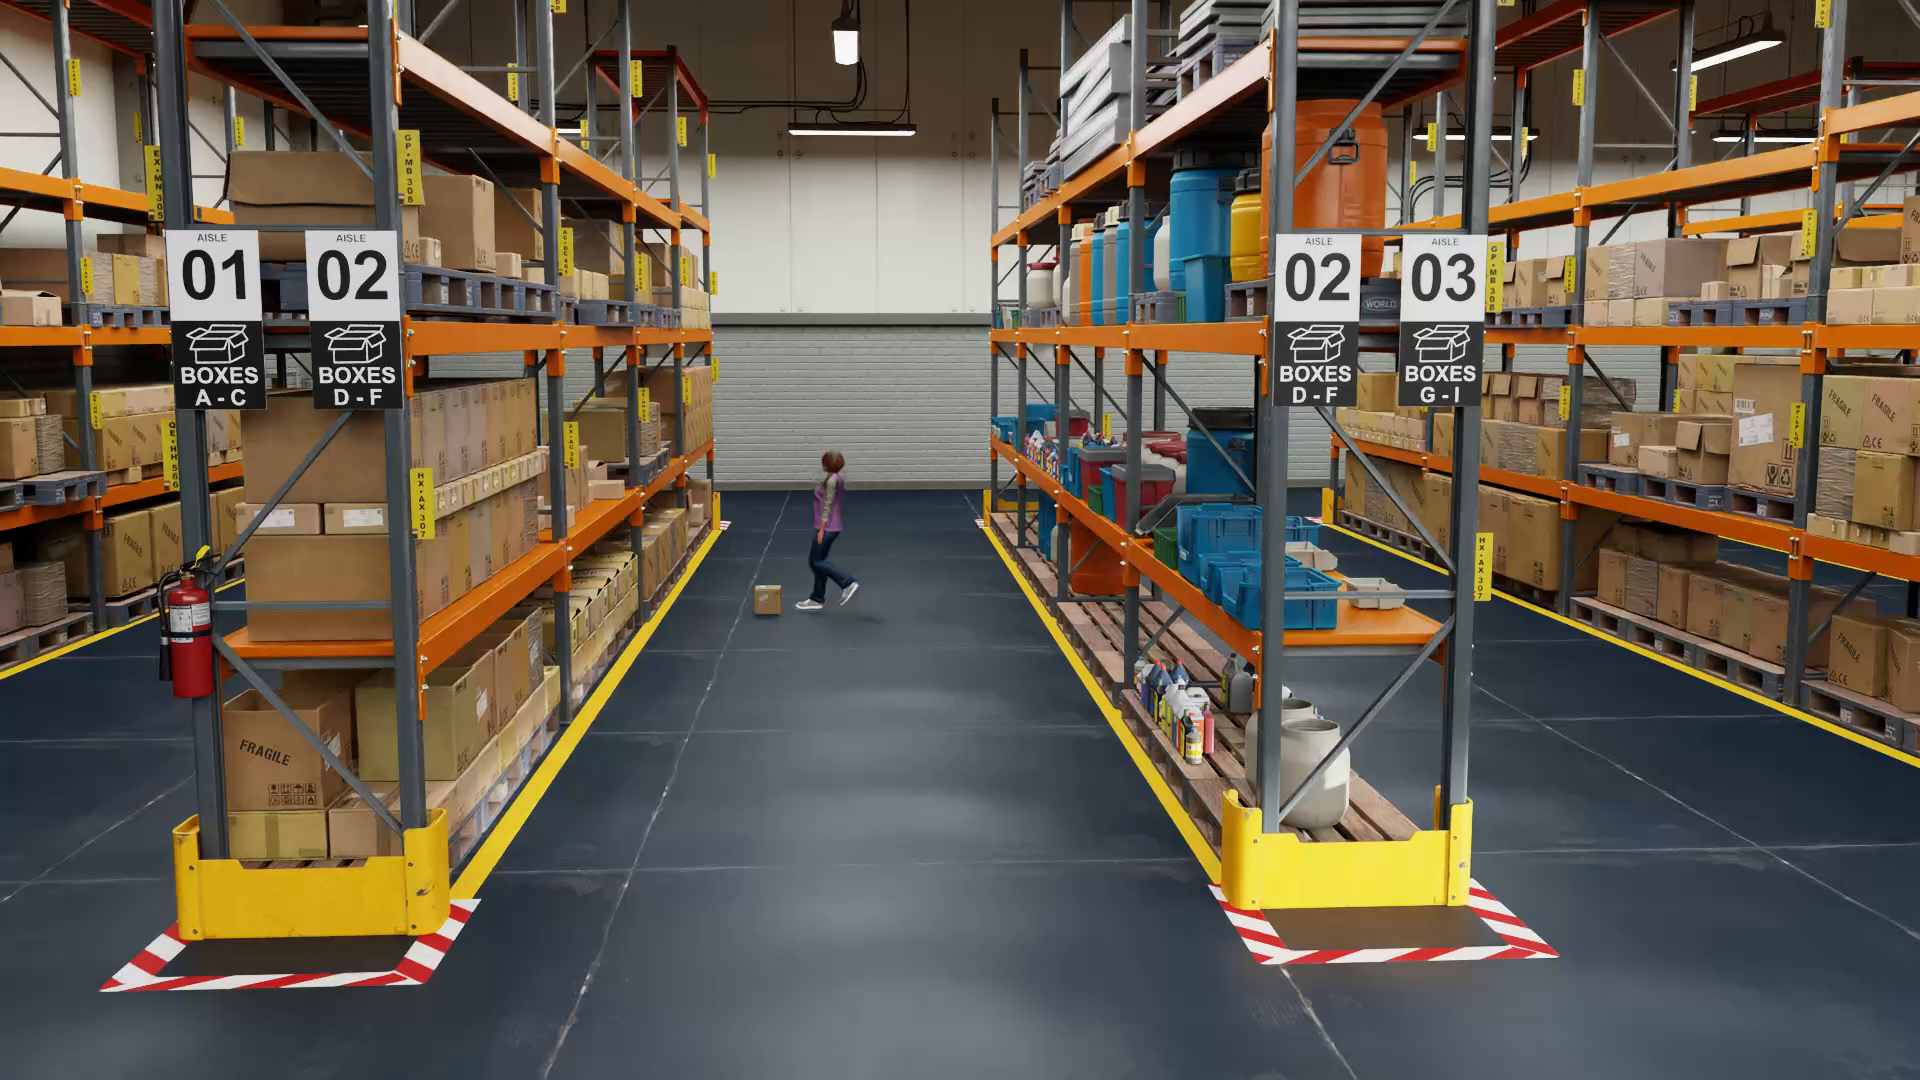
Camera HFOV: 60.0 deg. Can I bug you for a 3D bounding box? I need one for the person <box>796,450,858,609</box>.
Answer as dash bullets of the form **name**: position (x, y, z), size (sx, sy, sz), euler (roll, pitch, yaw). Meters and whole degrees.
- **person**: position (-1.318, -0.092, 16.383), size (0.646, 1.589, 0.440), euler (0, 7, 4)
